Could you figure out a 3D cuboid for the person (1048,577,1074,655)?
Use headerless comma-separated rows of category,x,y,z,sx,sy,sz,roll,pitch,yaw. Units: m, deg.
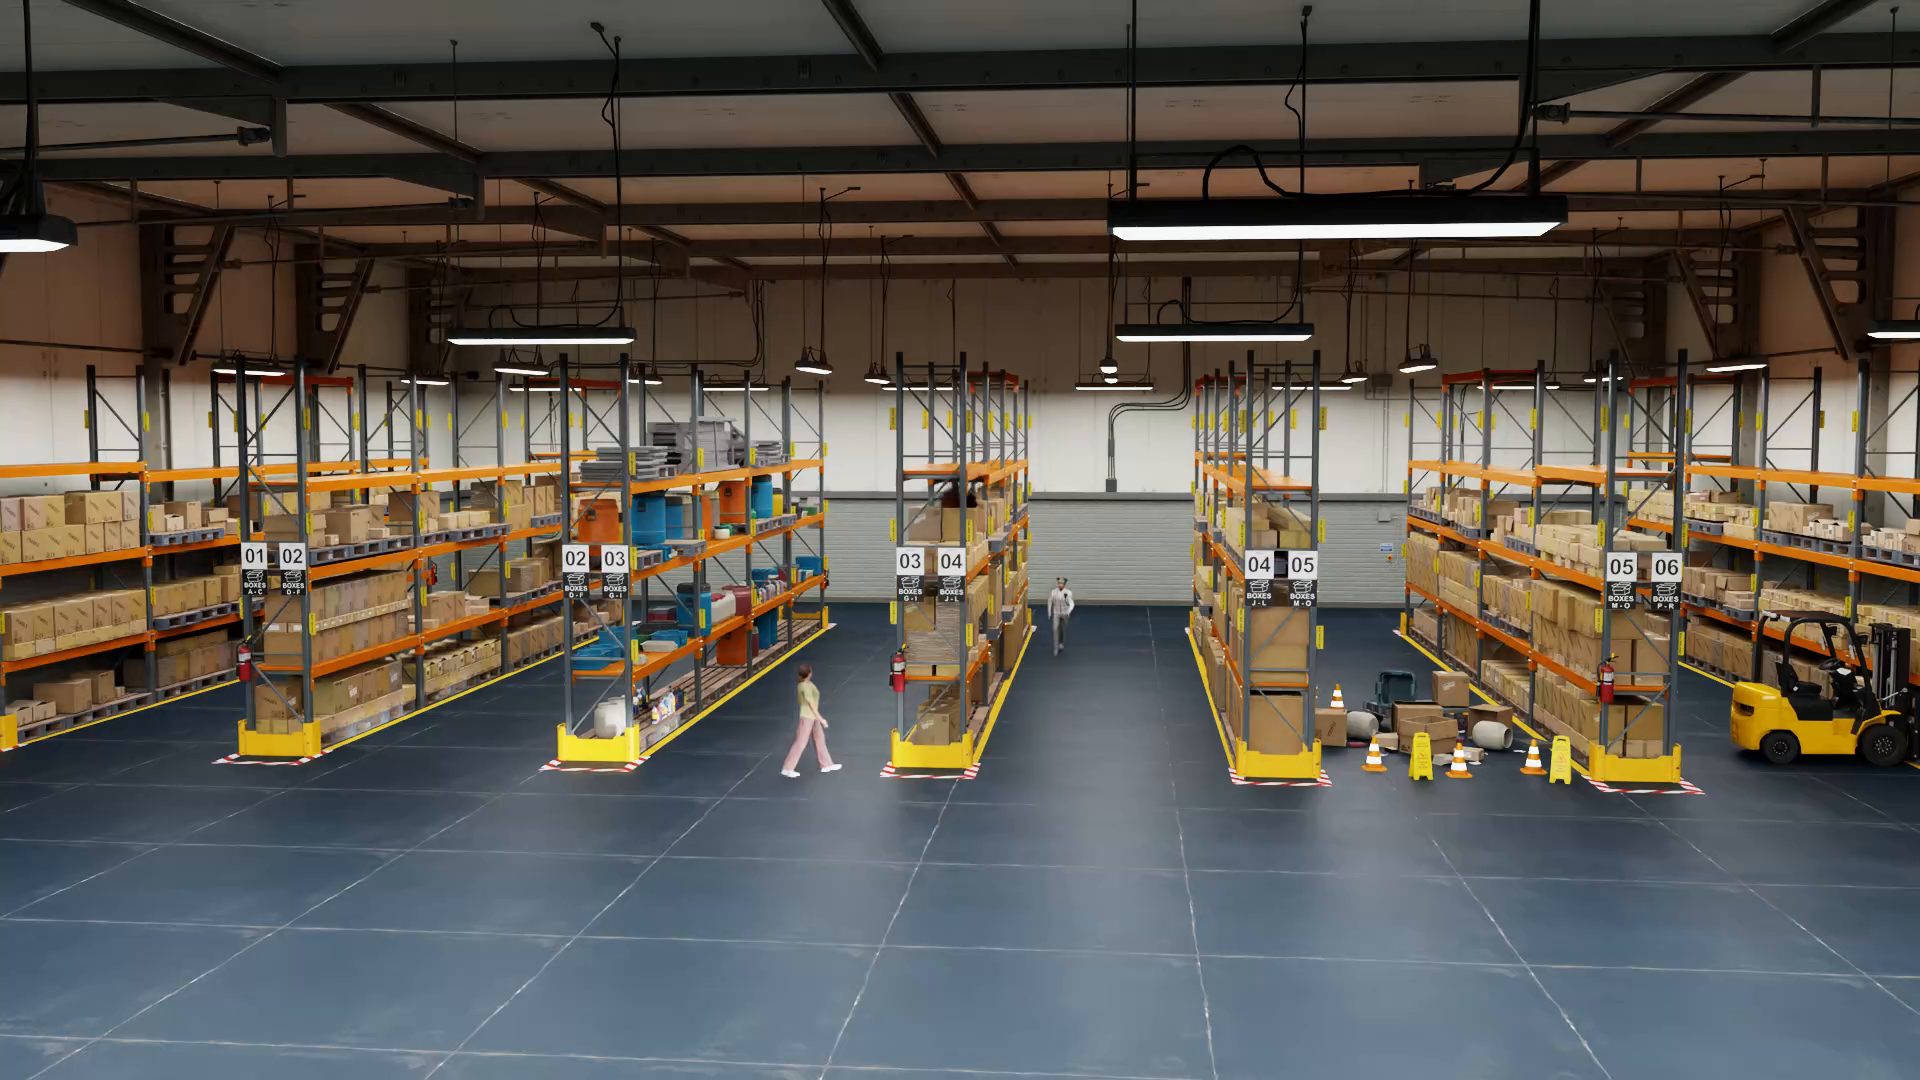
person,2.190,1.631,36.094,0.575,1.660,0.958,0,4,5

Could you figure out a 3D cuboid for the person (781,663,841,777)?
person,-2.111,2.523,23.581,0.853,1.617,0.603,0,4,-5

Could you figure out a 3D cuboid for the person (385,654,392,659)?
person,-11.425,1.846,32.784,0.777,1.814,0.935,0,4,6
